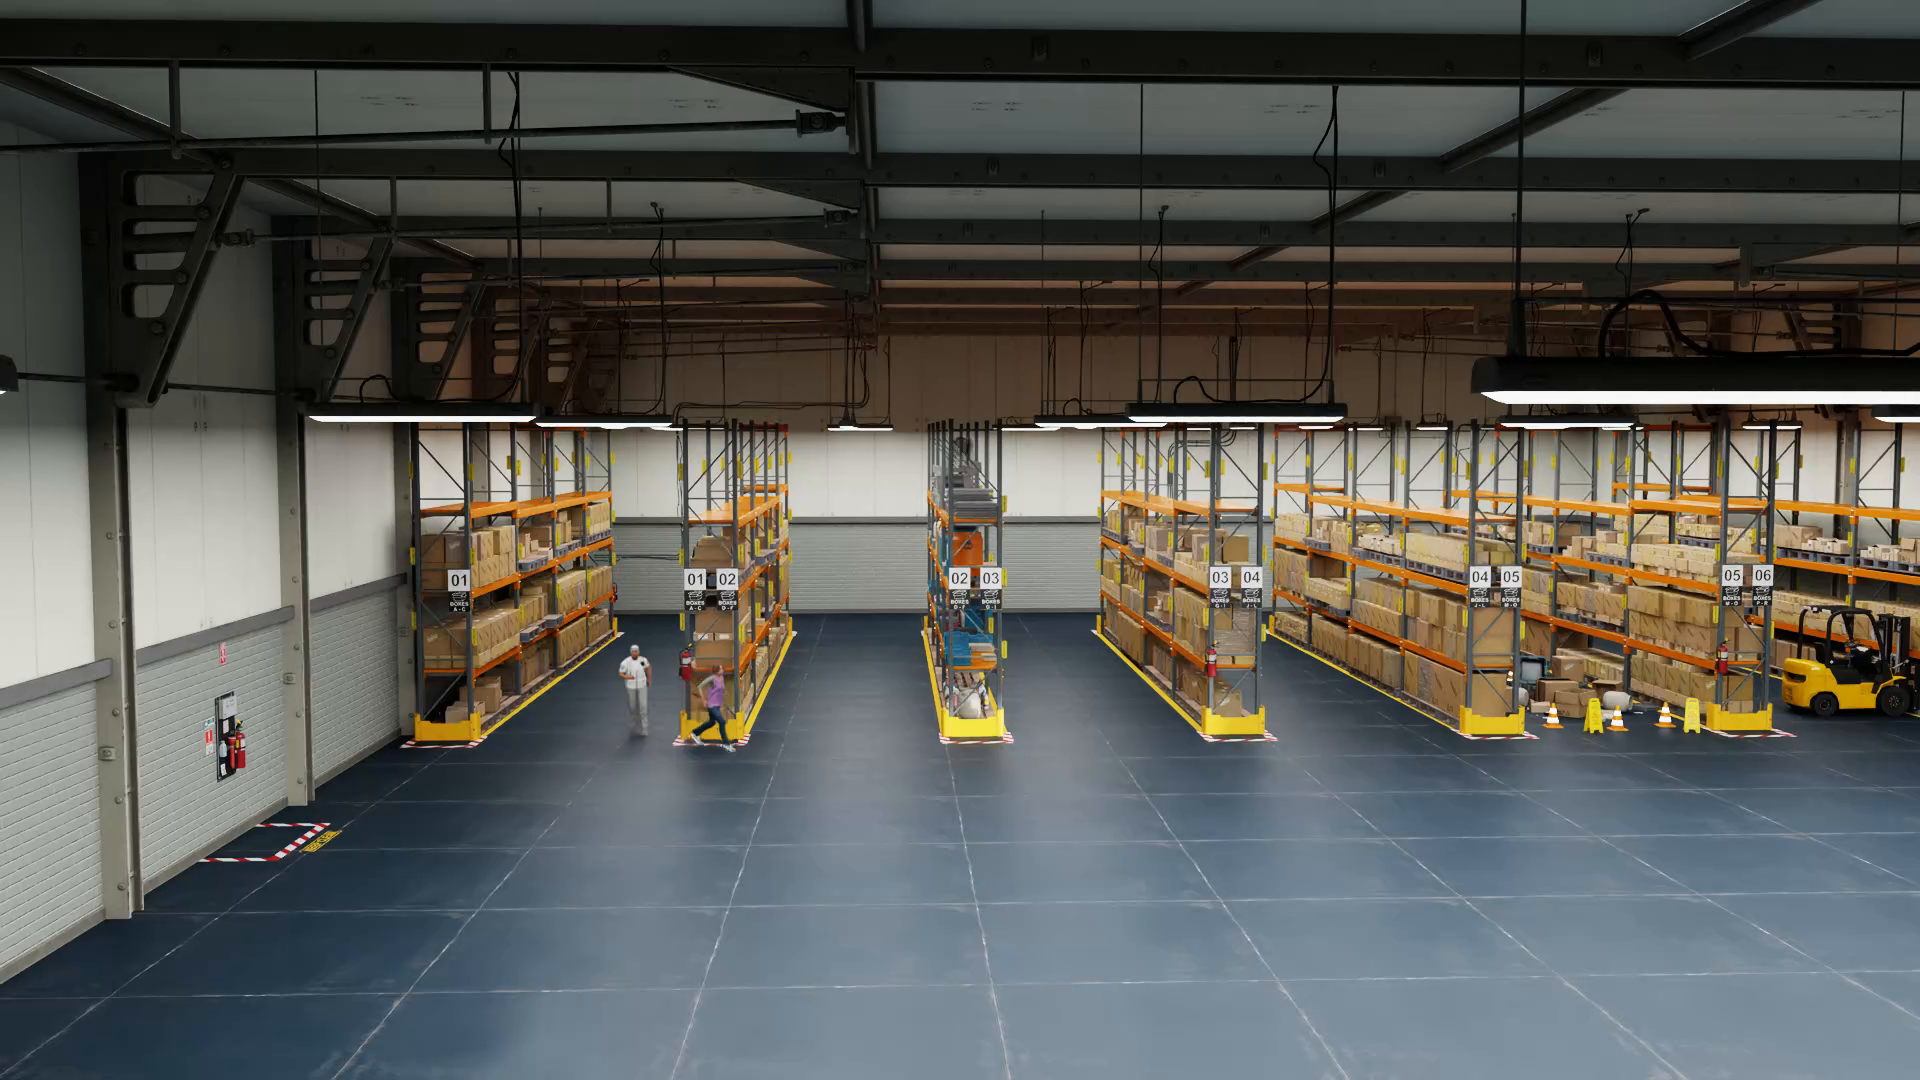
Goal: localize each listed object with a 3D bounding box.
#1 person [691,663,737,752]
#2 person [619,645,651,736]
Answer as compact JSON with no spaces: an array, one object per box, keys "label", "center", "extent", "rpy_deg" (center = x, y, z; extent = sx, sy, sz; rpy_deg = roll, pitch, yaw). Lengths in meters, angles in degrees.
[{"label":"person","center":[-4.457,3.009,29.962],"extent":[0.926,1.599,0.557],"rpy_deg":[1,4,22]},{"label":"person","center":[-6.207,2.835,31.787],"extent":[0.615,1.685,0.915],"rpy_deg":[-1,4,-13]}]
